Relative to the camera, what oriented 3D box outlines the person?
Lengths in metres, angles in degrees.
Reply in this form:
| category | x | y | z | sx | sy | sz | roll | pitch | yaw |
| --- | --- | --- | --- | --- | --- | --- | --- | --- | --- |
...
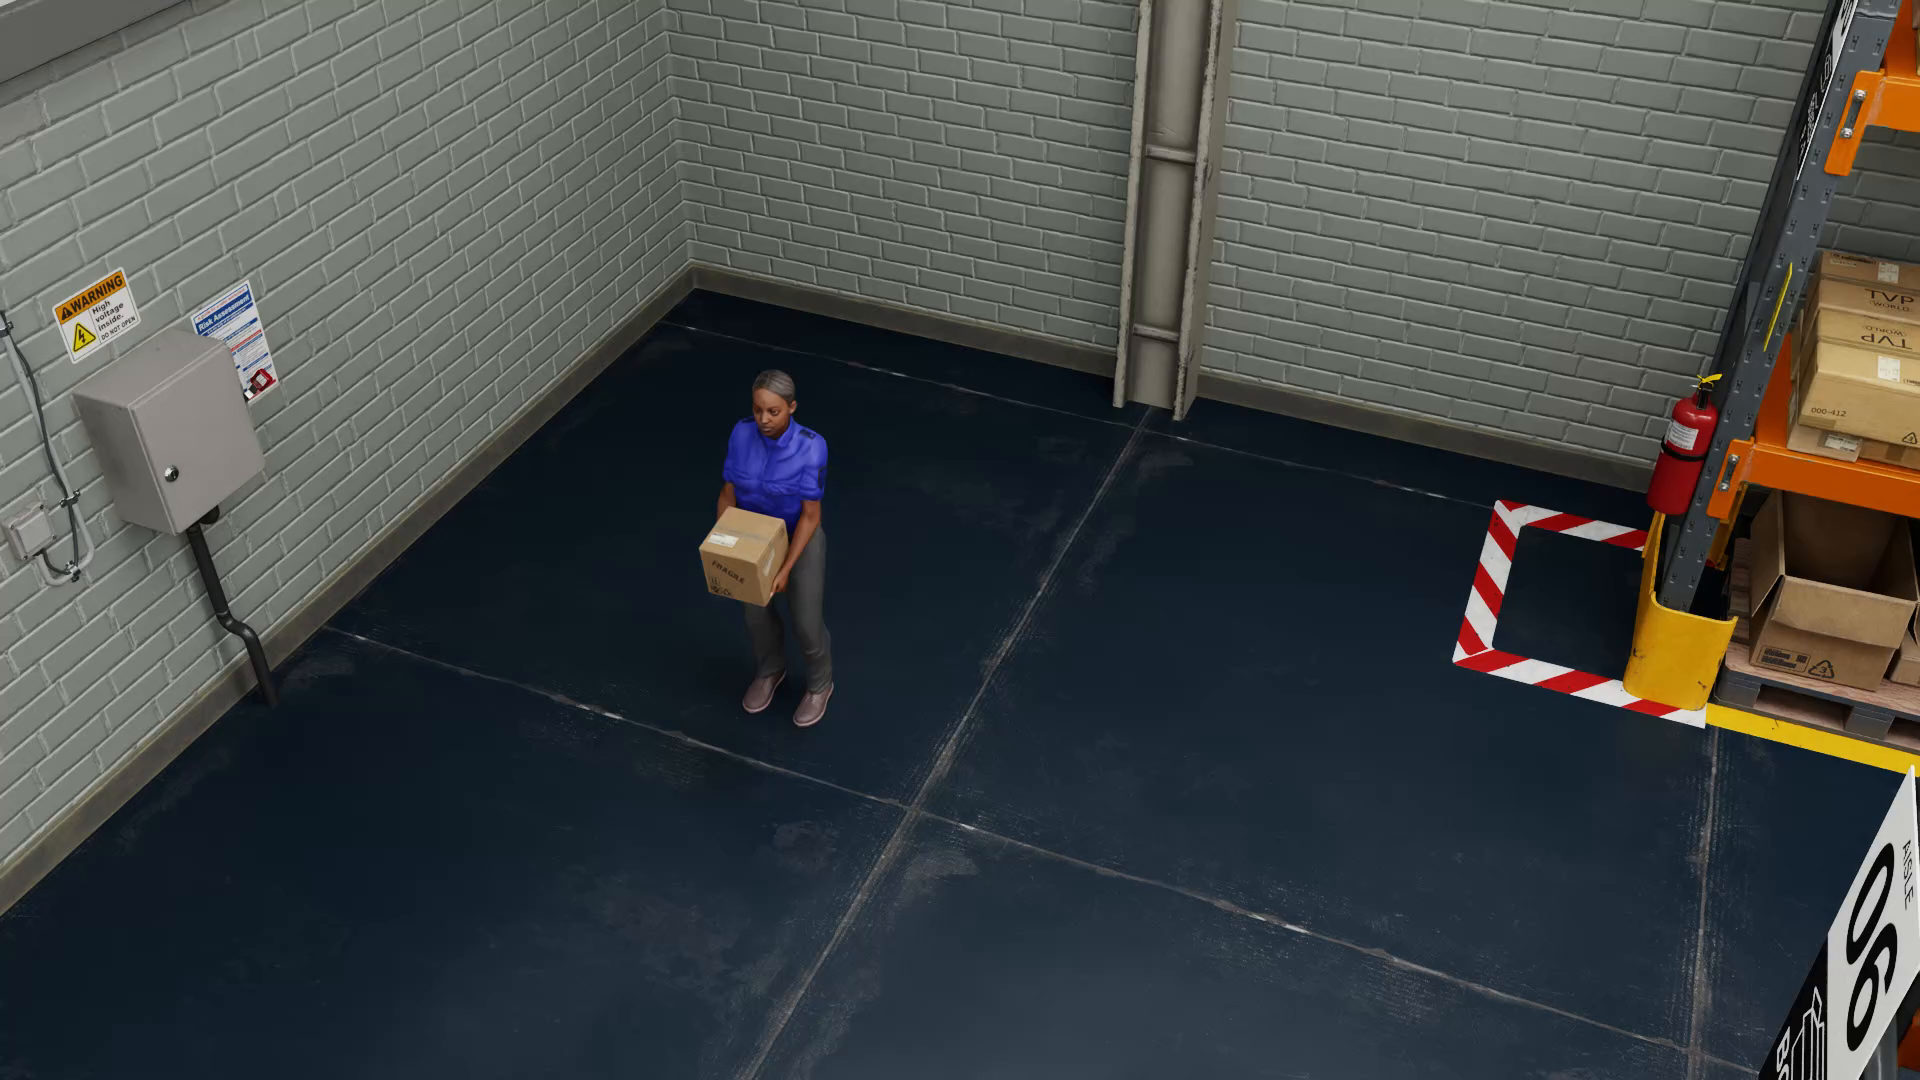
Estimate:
| category | x | y | z | sx | sy | sz | roll | pitch | yaw |
| --- | --- | --- | --- | --- | --- | --- | --- | --- | --- |
| person | -0.764 | 0.085 | 6.721 | 0.441 | 1.656 | 0.499 | 14 | 40 | 17 |
